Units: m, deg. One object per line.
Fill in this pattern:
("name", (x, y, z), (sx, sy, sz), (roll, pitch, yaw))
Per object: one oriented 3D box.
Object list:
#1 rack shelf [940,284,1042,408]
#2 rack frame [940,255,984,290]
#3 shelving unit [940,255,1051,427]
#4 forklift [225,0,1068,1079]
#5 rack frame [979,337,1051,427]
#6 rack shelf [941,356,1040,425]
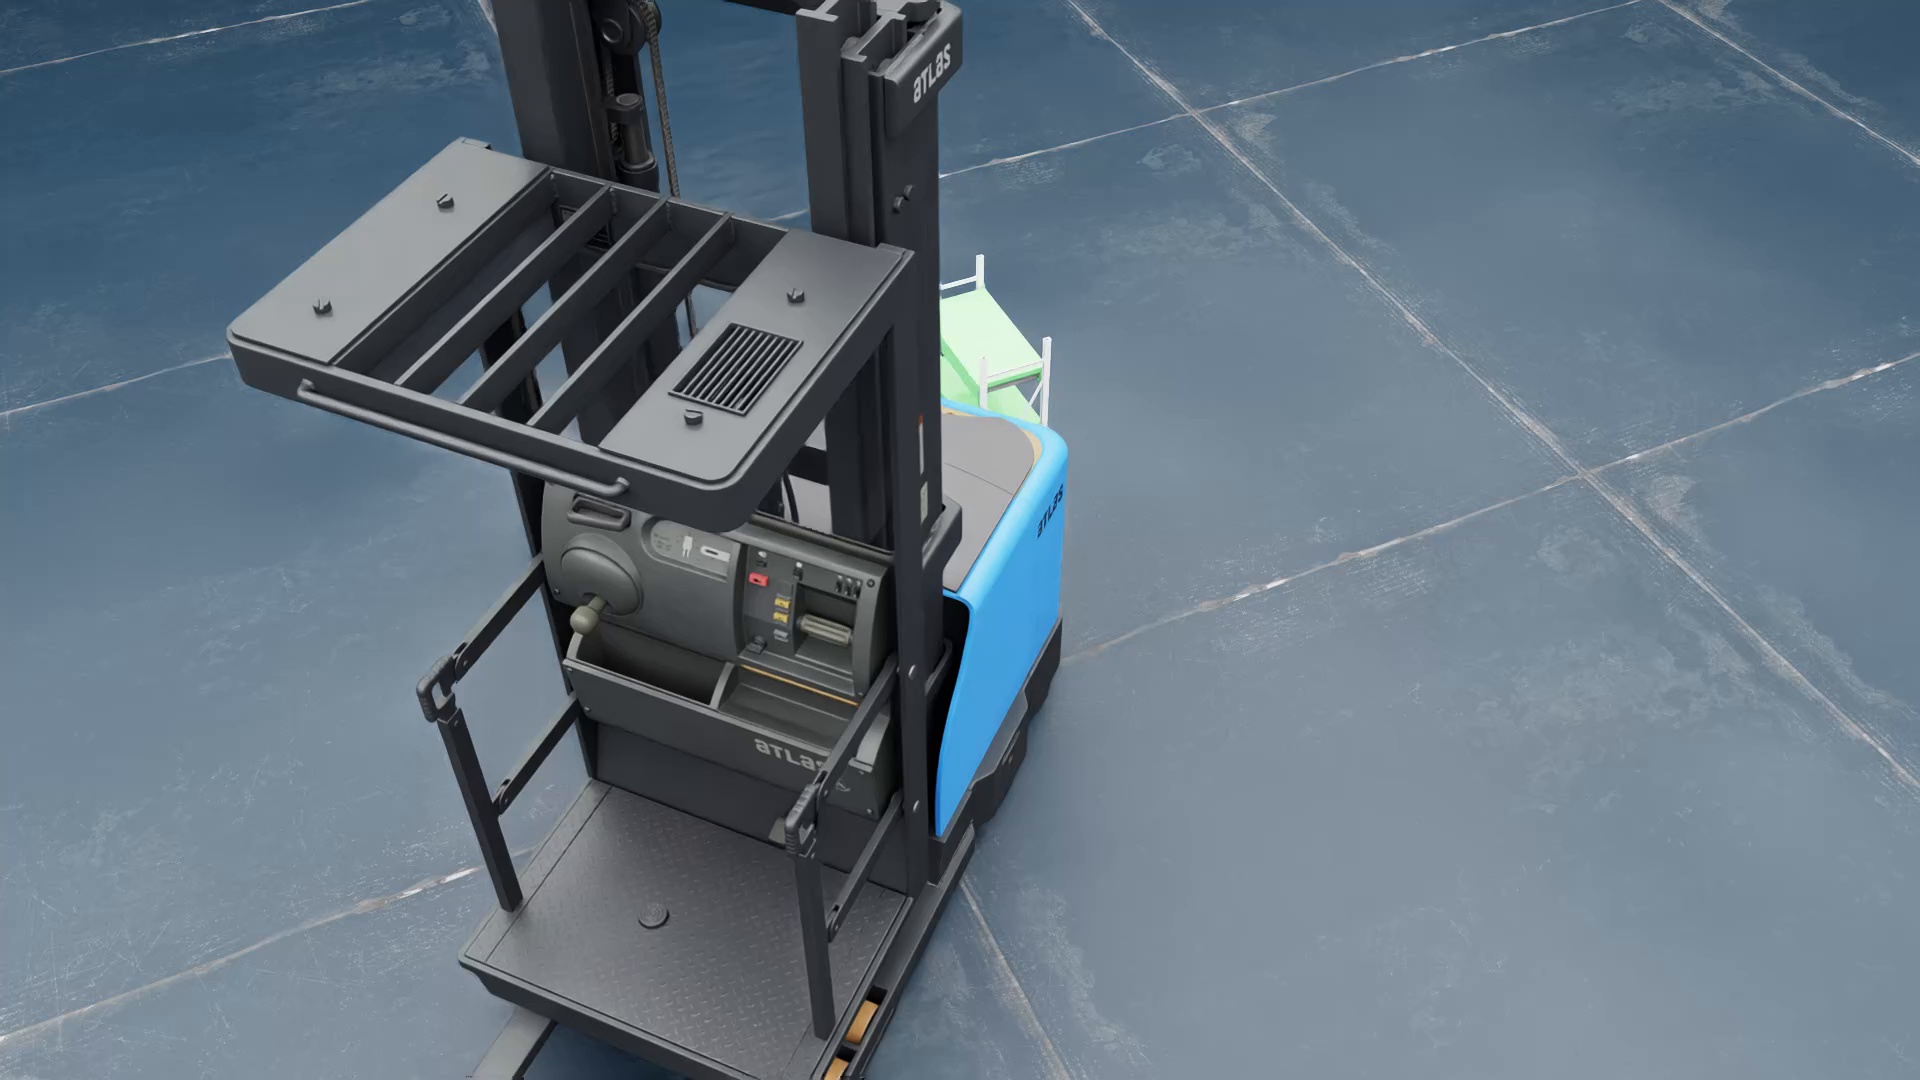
("rack shelf", (0.070, -0.618, 5.429), (0.258, 0.148, 0.480), (-18, 47, -17))
("rack frame", (-0.033, -0.477, 5.879), (0.240, 1.200, 0.015), (-18, 47, -17))
("shelving unit", (0.070, -0.322, 5.722), (0.258, 1.200, 0.503), (-18, 47, -17))
("forklift", (-0.706, 0.206, 3.954), (1.130, 2.935, 3.031), (17, 47, 16))
("rack frame", (0.172, -0.166, 5.564), (0.240, 1.200, 0.015), (-18, 47, -17))
("rack shelf", (0.070, -0.447, 5.598), (0.258, 0.148, 0.480), (-18, 47, -17))
